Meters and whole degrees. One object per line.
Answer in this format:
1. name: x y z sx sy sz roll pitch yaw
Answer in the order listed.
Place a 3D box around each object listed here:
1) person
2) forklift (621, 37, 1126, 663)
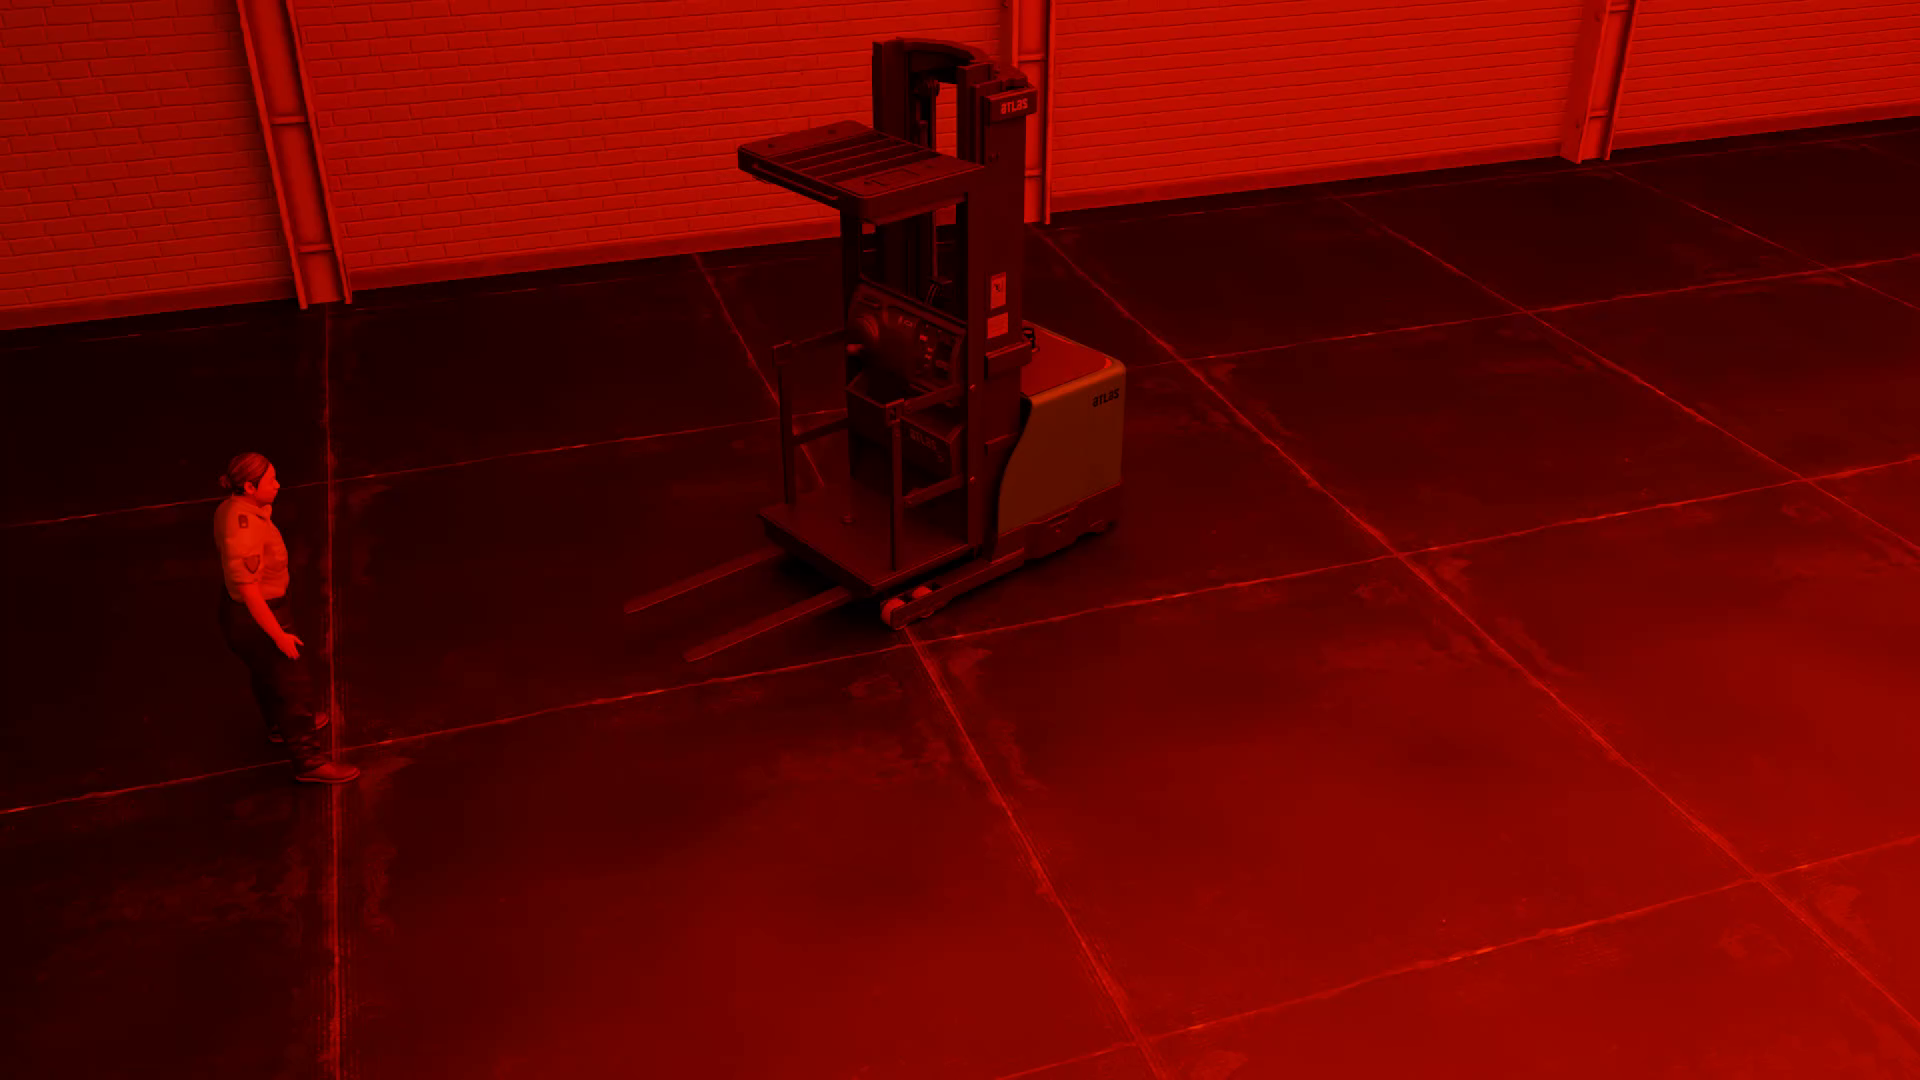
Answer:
1. person: -3.222 0.363 7.762 0.427 1.644 0.623 -16 33 -25
2. forklift: -0.461 -1.072 8.951 3.031 2.935 1.130 -23 37 -34
